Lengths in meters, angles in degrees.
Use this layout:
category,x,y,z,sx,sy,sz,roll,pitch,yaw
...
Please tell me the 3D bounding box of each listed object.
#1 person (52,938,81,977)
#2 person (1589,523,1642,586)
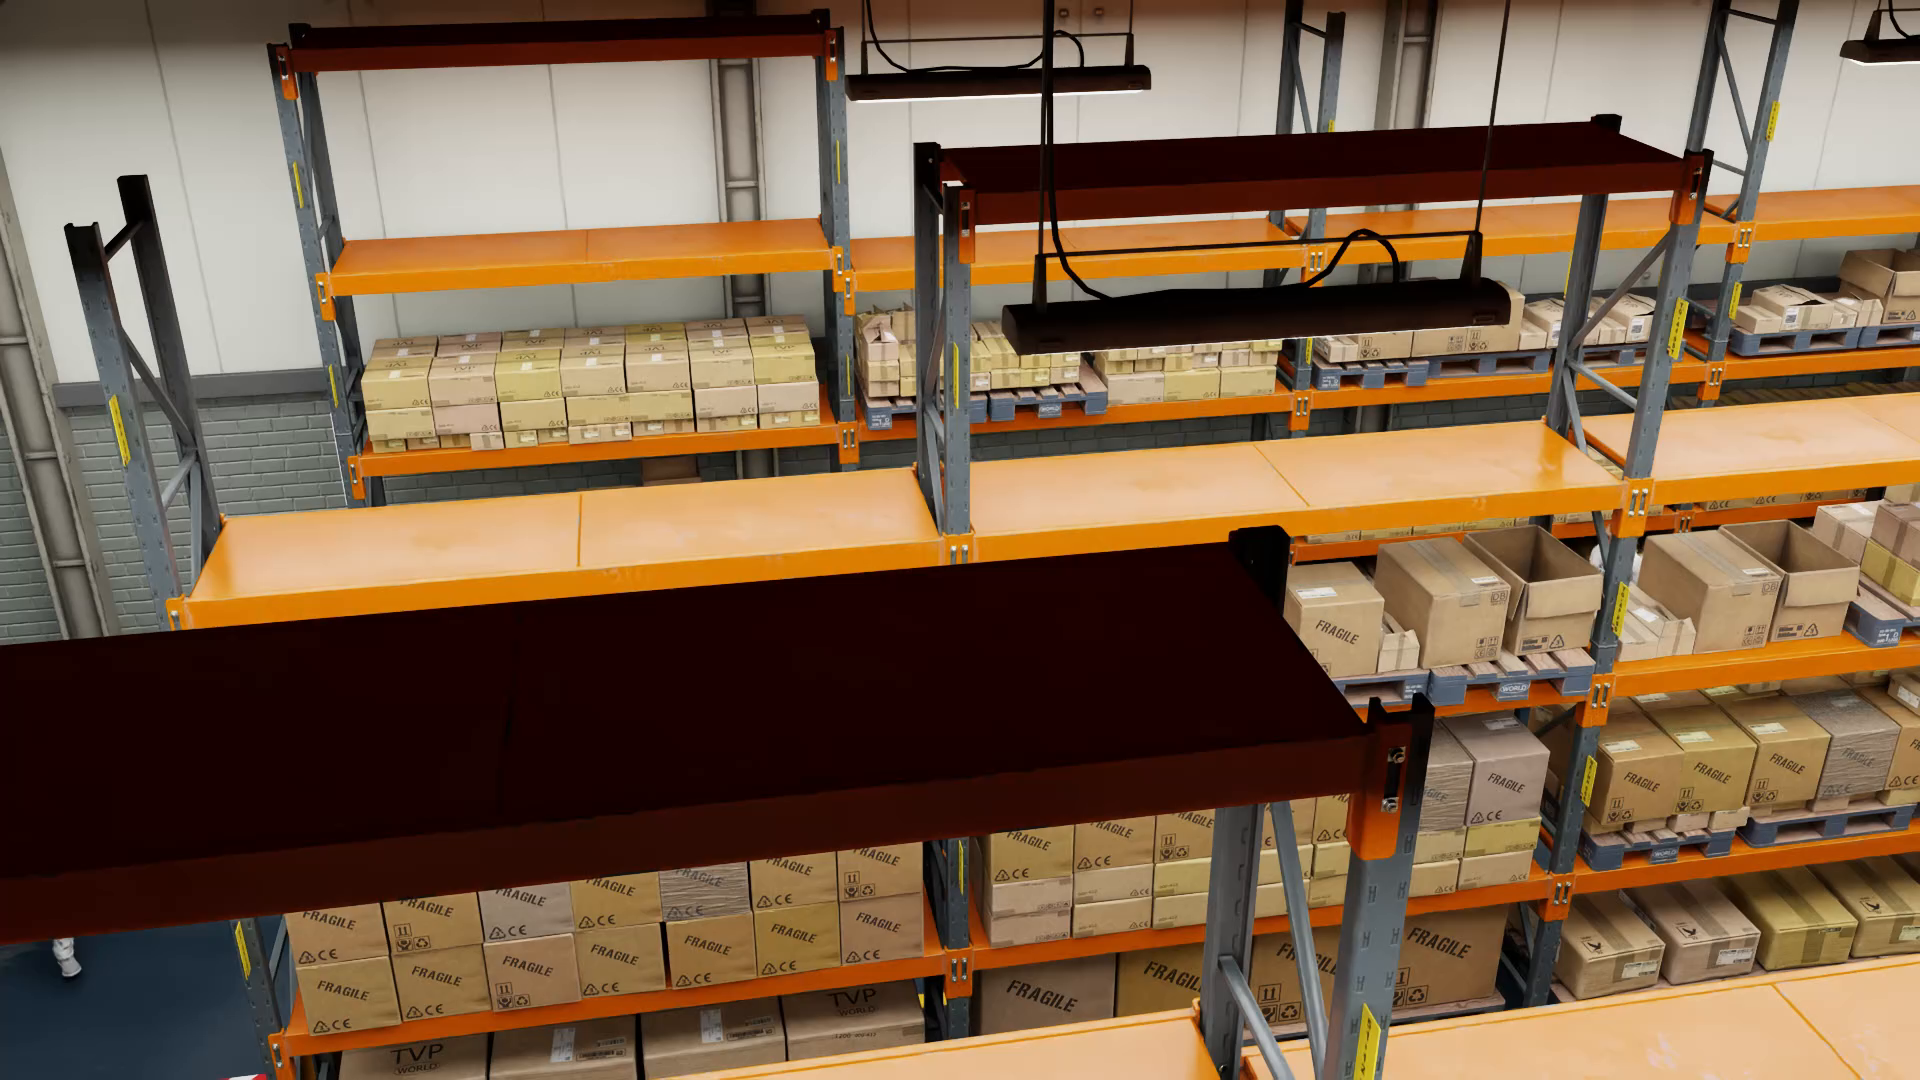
category,x,y,z,sx,sy,sz,roll,pitch,yaw
person,-6.608,2.244,11.790,0.509,1.630,0.959,-17,30,-31
person,5.864,0.748,14.972,0.595,1.618,0.625,-11,28,-22
